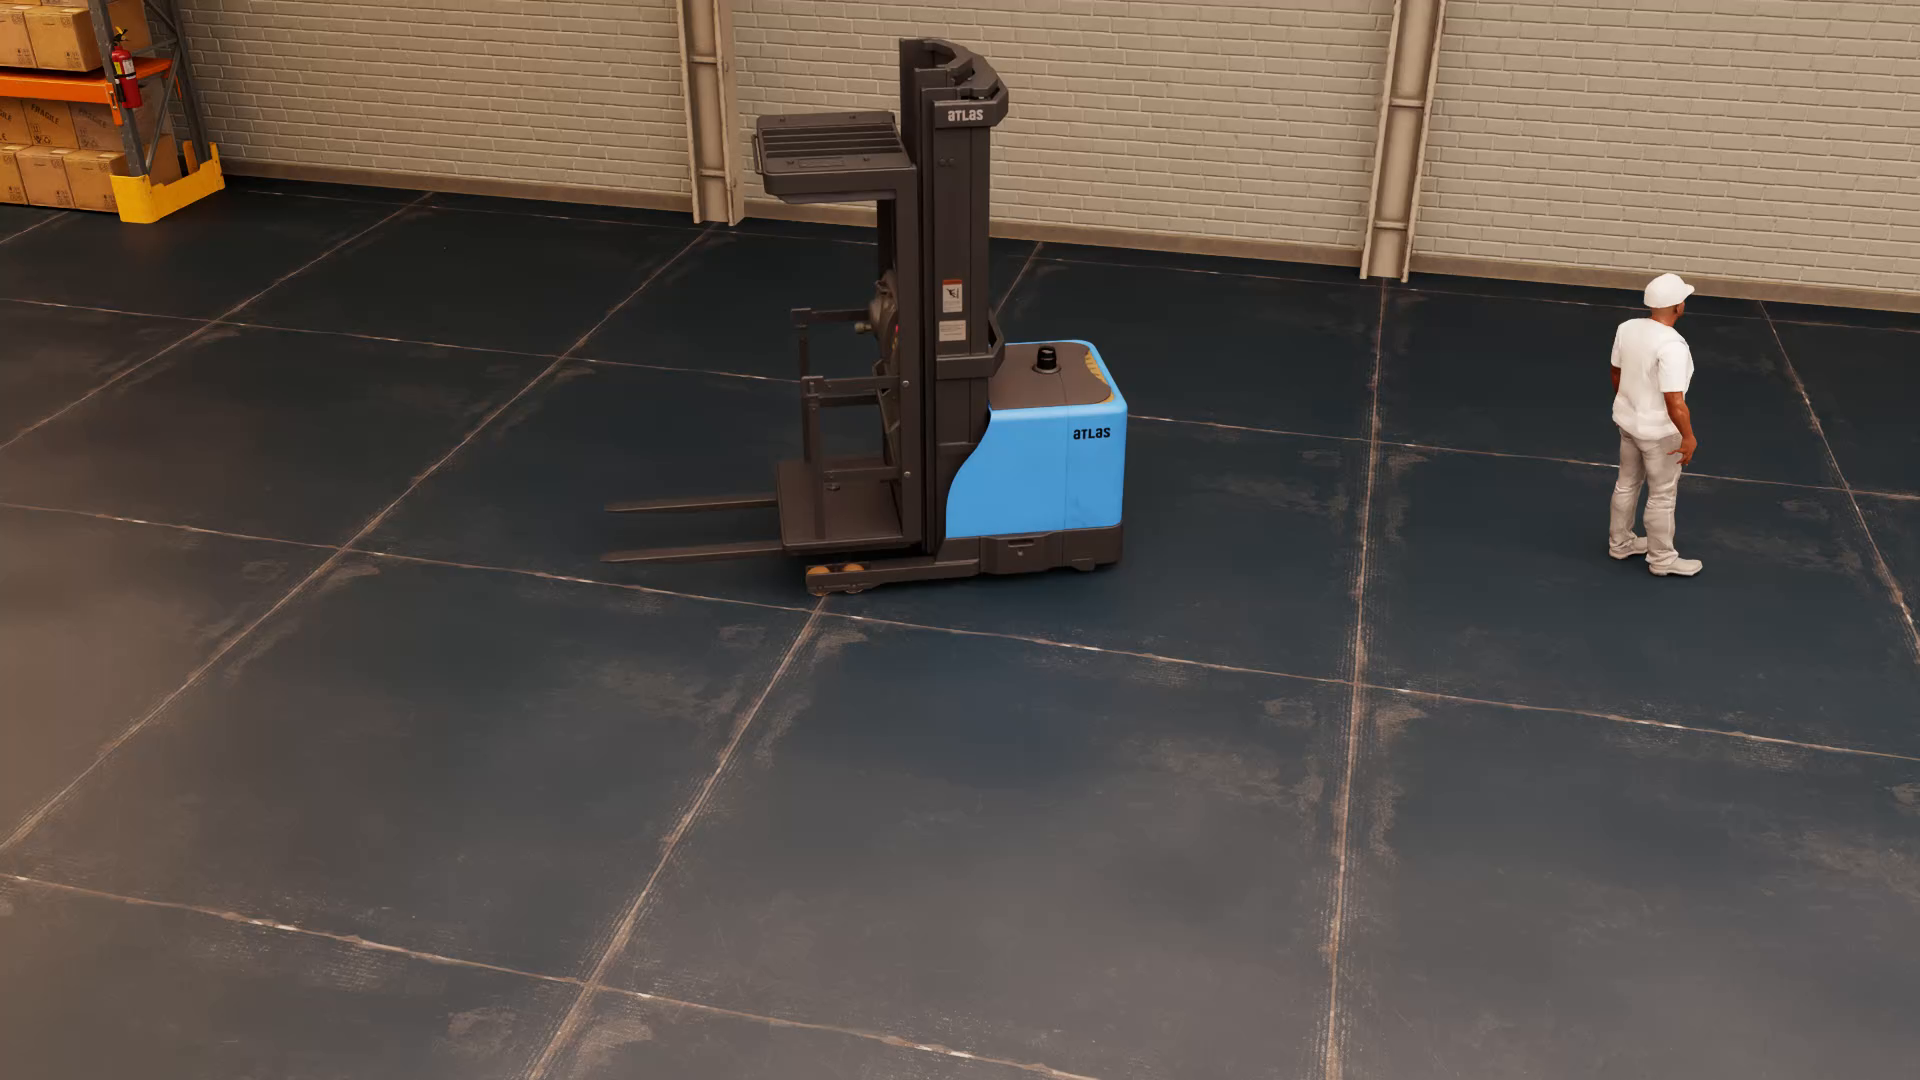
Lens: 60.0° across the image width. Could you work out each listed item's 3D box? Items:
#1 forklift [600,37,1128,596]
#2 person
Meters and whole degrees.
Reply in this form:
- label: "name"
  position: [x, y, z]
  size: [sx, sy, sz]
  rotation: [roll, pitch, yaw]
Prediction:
- label: "forklift"
  position: [-0.602, -1.232, 9.345]
  size: [3.031, 2.935, 1.130]
  rotation: [-4, 30, -7]
- label: "person"
  position: [4.021, -0.679, 9.536]
  size: [0.574, 1.769, 0.665]
  rotation: [-7, 30, -13]
